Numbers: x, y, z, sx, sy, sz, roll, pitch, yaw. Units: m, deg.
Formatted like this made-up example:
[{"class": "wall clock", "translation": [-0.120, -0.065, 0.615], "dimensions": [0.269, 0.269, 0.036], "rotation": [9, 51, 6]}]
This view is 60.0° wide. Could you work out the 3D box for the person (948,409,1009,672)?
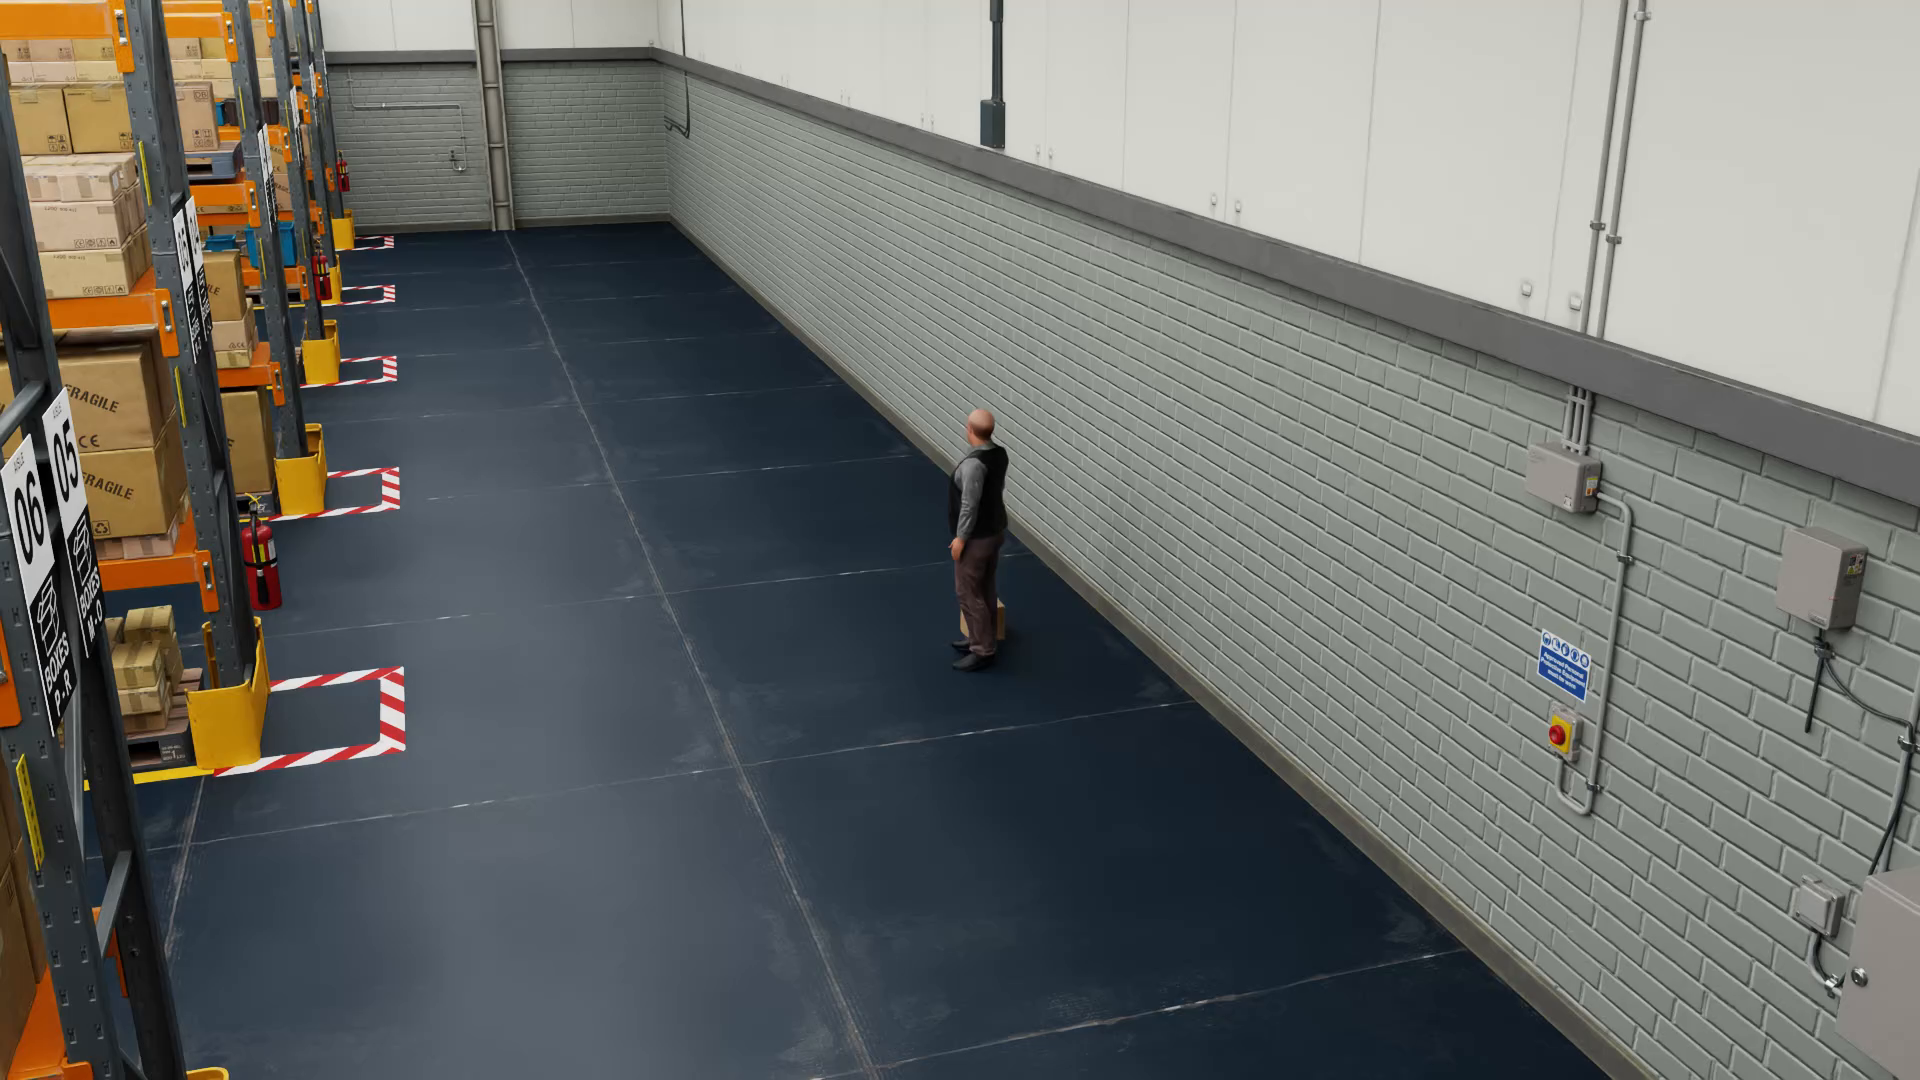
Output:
[{"class": "person", "translation": [0.107, -0.016, 11.096], "dimensions": [0.397, 1.750, 0.583], "rotation": [8, 21, 22]}]
